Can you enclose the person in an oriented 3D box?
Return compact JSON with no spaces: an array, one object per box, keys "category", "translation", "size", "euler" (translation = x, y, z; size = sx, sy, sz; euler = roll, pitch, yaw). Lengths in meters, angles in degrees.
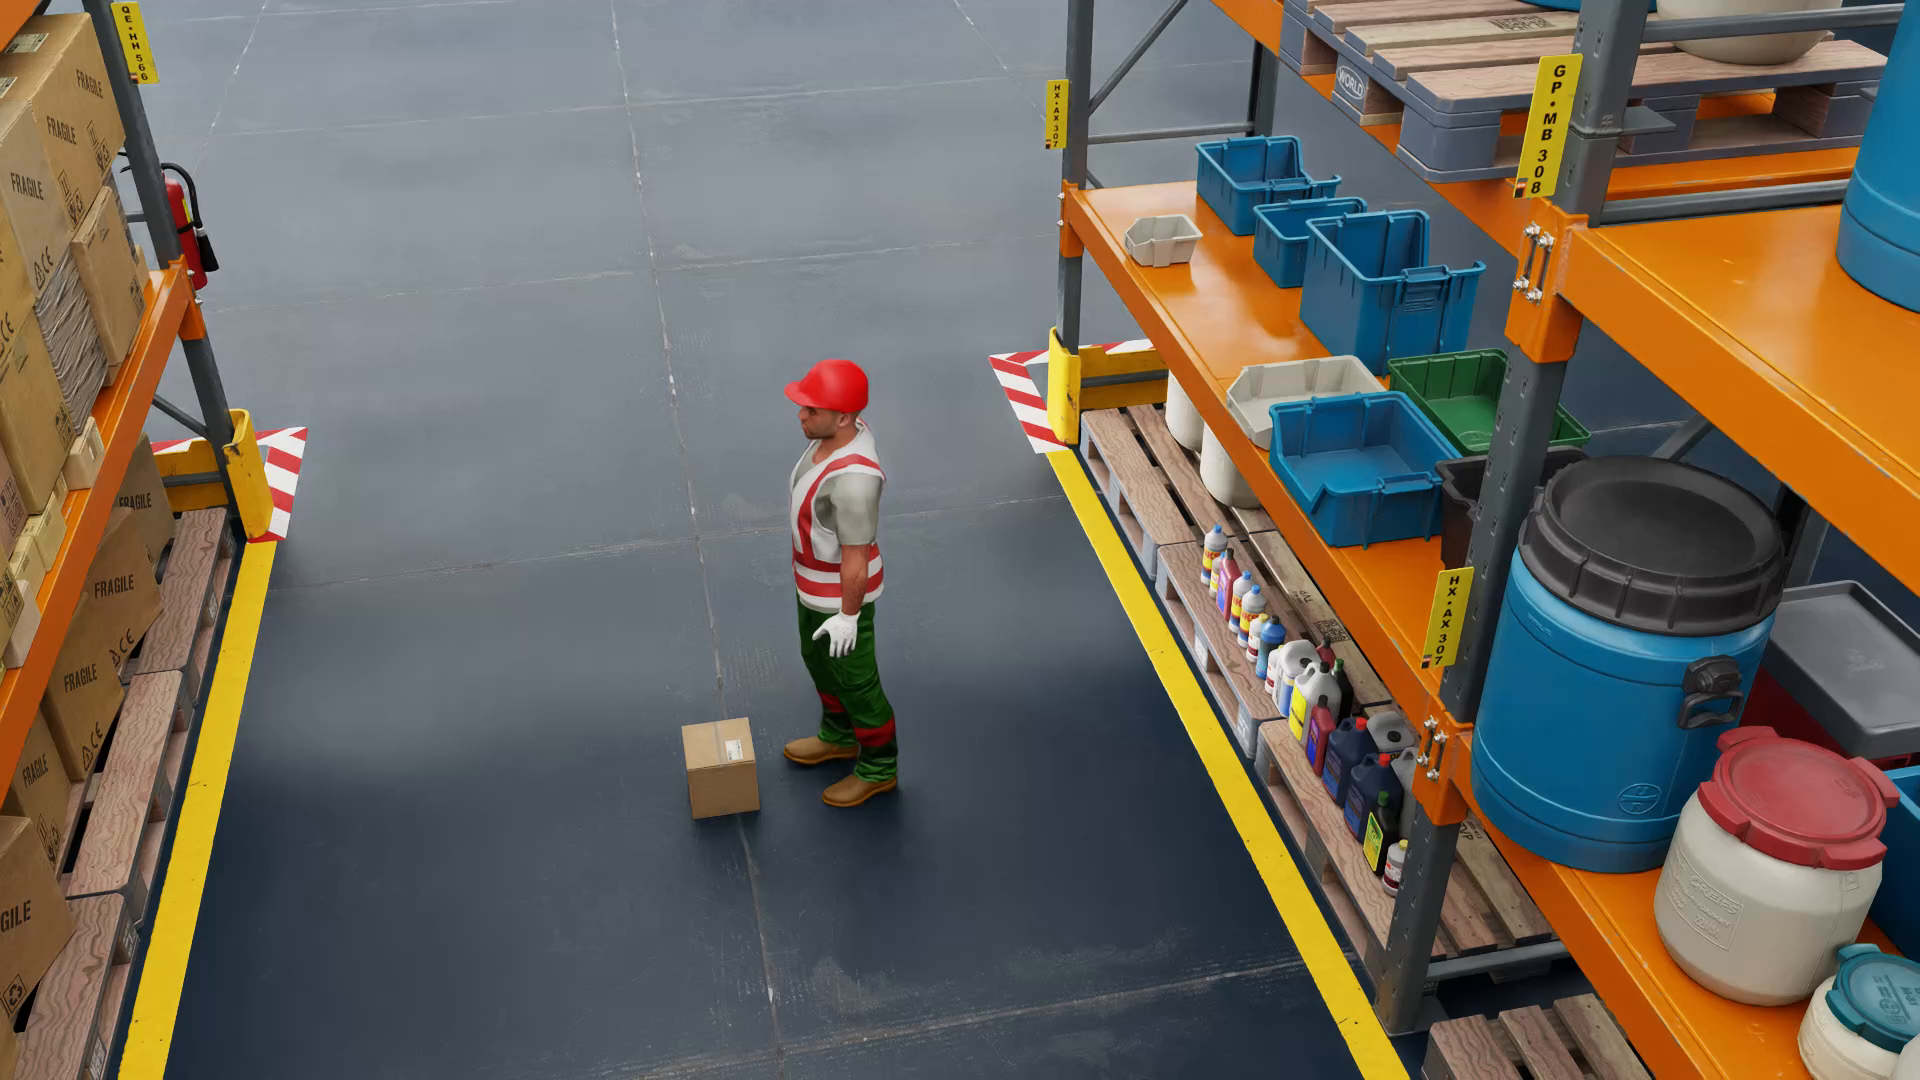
[{"category":"person","translation":[-0.456,0.166,5.881],"size":[0.416,1.796,0.523],"euler":[-6,35,-9]}]
